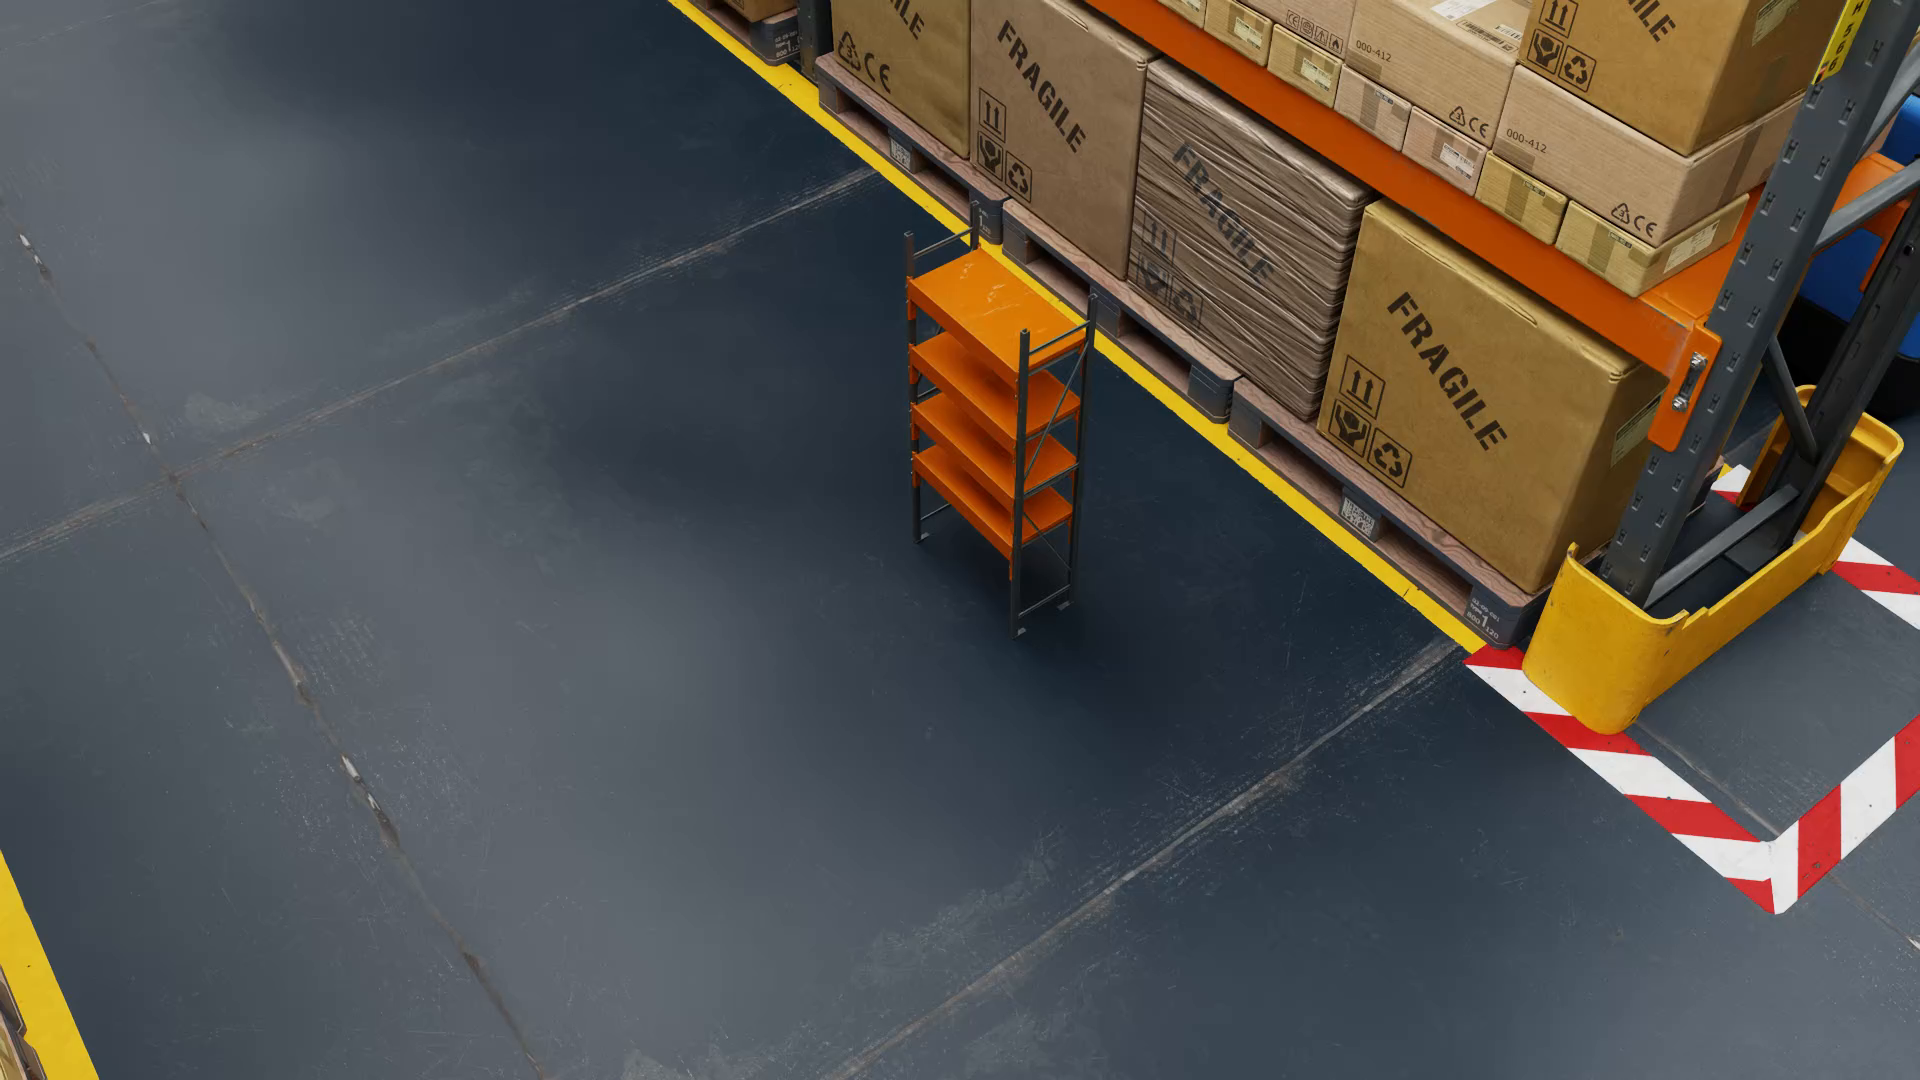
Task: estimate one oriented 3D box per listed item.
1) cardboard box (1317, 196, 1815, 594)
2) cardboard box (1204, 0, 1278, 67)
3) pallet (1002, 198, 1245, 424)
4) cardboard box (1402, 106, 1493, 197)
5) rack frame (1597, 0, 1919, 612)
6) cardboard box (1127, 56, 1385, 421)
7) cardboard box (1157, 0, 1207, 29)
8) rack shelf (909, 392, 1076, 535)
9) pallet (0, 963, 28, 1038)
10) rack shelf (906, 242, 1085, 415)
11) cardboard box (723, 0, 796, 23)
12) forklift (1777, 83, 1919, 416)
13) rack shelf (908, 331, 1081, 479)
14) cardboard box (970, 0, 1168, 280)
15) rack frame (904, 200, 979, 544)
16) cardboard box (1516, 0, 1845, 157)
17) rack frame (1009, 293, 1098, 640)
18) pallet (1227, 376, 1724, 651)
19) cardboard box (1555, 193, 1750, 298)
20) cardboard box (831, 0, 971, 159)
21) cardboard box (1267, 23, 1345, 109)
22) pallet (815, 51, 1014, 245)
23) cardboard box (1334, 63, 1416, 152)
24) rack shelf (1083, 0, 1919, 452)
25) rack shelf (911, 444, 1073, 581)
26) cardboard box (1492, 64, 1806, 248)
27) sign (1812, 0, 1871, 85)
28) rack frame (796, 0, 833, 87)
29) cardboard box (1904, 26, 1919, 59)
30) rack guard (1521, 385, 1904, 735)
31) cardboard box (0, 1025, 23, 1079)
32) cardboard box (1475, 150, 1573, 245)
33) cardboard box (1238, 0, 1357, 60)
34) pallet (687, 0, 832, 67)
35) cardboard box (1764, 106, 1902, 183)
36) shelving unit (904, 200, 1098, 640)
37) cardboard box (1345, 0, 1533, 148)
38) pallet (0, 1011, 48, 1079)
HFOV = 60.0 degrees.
[{"bbox_3d":[1.734,-0.577,4.899,0.875,0.875,0.875,-29,54,-24],"label":"cardboard box"},{"bbox_3d":[0.931,-1.541,4.792,0.380,0.149,0.250,-29,54,-24],"label":"cardboard box"},{"bbox_3d":[0.905,-1.027,6.039,1.003,0.211,1.213,-29,54,-24],"label":"pallet"},{"bbox_3d":[1.397,-1.088,4.381,0.380,0.149,0.250,-29,54,-24],"label":"cardboard box"},{"bbox_3d":[2.186,-0.808,3.958,1.000,3.000,0.127,-29,54,-24],"label":"rack frame"},{"bbox_3d":[1.183,-1.114,5.386,0.875,0.875,0.875,-29,54,-24],"label":"cardboard box"},{"bbox_3d":[0.783,-1.688,4.925,0.380,0.149,0.250,-28,54,-23],"label":"cardboard box"},{"bbox_3d":[0.100,-0.260,4.767,0.258,0.148,0.480,-29,54,-24],"label":"rack shelf"},{"bbox_3d":[-3.067,1.035,4.169,1.003,0.211,1.213,-29,54,-24],"label":"pallet"},{"bbox_3d":[0.100,-0.569,4.426,0.258,0.148,0.480,-29,54,-24],"label":"rack shelf"},{"bbox_3d":[-0.640,-2.963,7.062,1.225,0.875,0.875,-29,54,-24],"label":"cardboard box"},{"bbox_3d":[2.598,-2.446,5.489,1.130,2.935,3.031,-29,54,-24],"label":"forklift"},{"bbox_3d":[0.100,-0.410,4.601,0.258,0.148,0.480,-29,54,-24],"label":"rack shelf"},{"bbox_3d":[0.645,-1.639,5.862,0.875,0.875,0.875,-29,54,-24],"label":"cardboard box"},{"bbox_3d":[-0.048,-0.449,4.847,0.240,1.200,0.015,-29,54,-24],"label":"rack frame"},{"bbox_3d":[1.681,-1.279,3.779,0.500,0.500,0.500,-29,54,-24],"label":"cardboard box"},{"bbox_3d":[0.248,-0.162,4.587,0.240,1.200,0.015,-29,54,-24],"label":"rack frame"},{"bbox_3d":[1.639,-0.308,5.387,1.003,0.211,1.213,-29,54,-24],"label":"pallet"},{"bbox_3d":[1.708,-0.786,4.108,0.380,0.149,0.250,-28,54,-23],"label":"cardboard box"},{"bbox_3d":[0.100,-2.169,6.343,0.875,0.875,0.875,-29,54,-24],"label":"cardboard box"},{"bbox_3d":[1.088,-1.388,4.653,0.380,0.149,0.250,-31,55,-25],"label":"cardboard box"},{"bbox_3d":[0.162,-1.747,6.691,1.003,0.211,1.213,-29,54,-24],"label":"pallet"},{"bbox_3d":[1.247,-1.236,4.515,0.380,0.149,0.250,-29,54,-23],"label":"cardboard box"},{"bbox_3d":[0.975,-1.746,5.294,1.077,0.370,4.000,-29,54,-24],"label":"rack shelf"},{"bbox_3d":[0.100,-0.127,4.914,0.258,0.148,0.480,-29,54,-24],"label":"rack shelf"},{"bbox_3d":[1.681,-1.025,4.055,0.500,0.250,0.500,-30,55,-25],"label":"cardboard box"},{"bbox_3d":[1.745,-1.042,3.228,0.100,0.325,0.005,-29,54,-24],"label":"sign"},{"bbox_3d":[-0.236,-3.167,6.096,1.000,3.000,0.127,-29,54,-24],"label":"rack frame"},{"bbox_3d":[2.110,-1.262,4.270,0.500,0.250,0.500,-31,55,-25],"label":"cardboard box"},{"bbox_3d":[2.200,0.045,4.872,1.175,0.500,0.348,-29,54,-24],"label":"rack guard"},{"bbox_3d":[-2.333,1.260,3.724,0.380,0.149,0.250,-29,54,-24],"label":"cardboard box"},{"bbox_3d":[1.549,-0.939,4.246,0.380,0.149,0.250,-29,54,-24],"label":"cardboard box"},{"bbox_3d":[1.066,-1.624,4.598,0.500,0.250,0.500,-31,55,-25],"label":"cardboard box"},{"bbox_3d":[-0.763,-2.652,7.511,1.003,0.211,1.213,-29,54,-24],"label":"pallet"},{"bbox_3d":[2.233,-1.081,4.375,0.380,0.149,0.250,-29,54,-24],"label":"cardboard box"},{"bbox_3d":[0.100,-0.305,4.717,0.258,1.200,0.503,-29,54,-24],"label":"shelving unit"},{"bbox_3d":[1.374,-1.324,4.326,0.500,0.250,0.500,-30,55,-25],"label":"cardboard box"},{"bbox_3d":[-2.333,1.754,3.518,1.003,0.211,1.213,-29,54,-24],"label":"pallet"}]
